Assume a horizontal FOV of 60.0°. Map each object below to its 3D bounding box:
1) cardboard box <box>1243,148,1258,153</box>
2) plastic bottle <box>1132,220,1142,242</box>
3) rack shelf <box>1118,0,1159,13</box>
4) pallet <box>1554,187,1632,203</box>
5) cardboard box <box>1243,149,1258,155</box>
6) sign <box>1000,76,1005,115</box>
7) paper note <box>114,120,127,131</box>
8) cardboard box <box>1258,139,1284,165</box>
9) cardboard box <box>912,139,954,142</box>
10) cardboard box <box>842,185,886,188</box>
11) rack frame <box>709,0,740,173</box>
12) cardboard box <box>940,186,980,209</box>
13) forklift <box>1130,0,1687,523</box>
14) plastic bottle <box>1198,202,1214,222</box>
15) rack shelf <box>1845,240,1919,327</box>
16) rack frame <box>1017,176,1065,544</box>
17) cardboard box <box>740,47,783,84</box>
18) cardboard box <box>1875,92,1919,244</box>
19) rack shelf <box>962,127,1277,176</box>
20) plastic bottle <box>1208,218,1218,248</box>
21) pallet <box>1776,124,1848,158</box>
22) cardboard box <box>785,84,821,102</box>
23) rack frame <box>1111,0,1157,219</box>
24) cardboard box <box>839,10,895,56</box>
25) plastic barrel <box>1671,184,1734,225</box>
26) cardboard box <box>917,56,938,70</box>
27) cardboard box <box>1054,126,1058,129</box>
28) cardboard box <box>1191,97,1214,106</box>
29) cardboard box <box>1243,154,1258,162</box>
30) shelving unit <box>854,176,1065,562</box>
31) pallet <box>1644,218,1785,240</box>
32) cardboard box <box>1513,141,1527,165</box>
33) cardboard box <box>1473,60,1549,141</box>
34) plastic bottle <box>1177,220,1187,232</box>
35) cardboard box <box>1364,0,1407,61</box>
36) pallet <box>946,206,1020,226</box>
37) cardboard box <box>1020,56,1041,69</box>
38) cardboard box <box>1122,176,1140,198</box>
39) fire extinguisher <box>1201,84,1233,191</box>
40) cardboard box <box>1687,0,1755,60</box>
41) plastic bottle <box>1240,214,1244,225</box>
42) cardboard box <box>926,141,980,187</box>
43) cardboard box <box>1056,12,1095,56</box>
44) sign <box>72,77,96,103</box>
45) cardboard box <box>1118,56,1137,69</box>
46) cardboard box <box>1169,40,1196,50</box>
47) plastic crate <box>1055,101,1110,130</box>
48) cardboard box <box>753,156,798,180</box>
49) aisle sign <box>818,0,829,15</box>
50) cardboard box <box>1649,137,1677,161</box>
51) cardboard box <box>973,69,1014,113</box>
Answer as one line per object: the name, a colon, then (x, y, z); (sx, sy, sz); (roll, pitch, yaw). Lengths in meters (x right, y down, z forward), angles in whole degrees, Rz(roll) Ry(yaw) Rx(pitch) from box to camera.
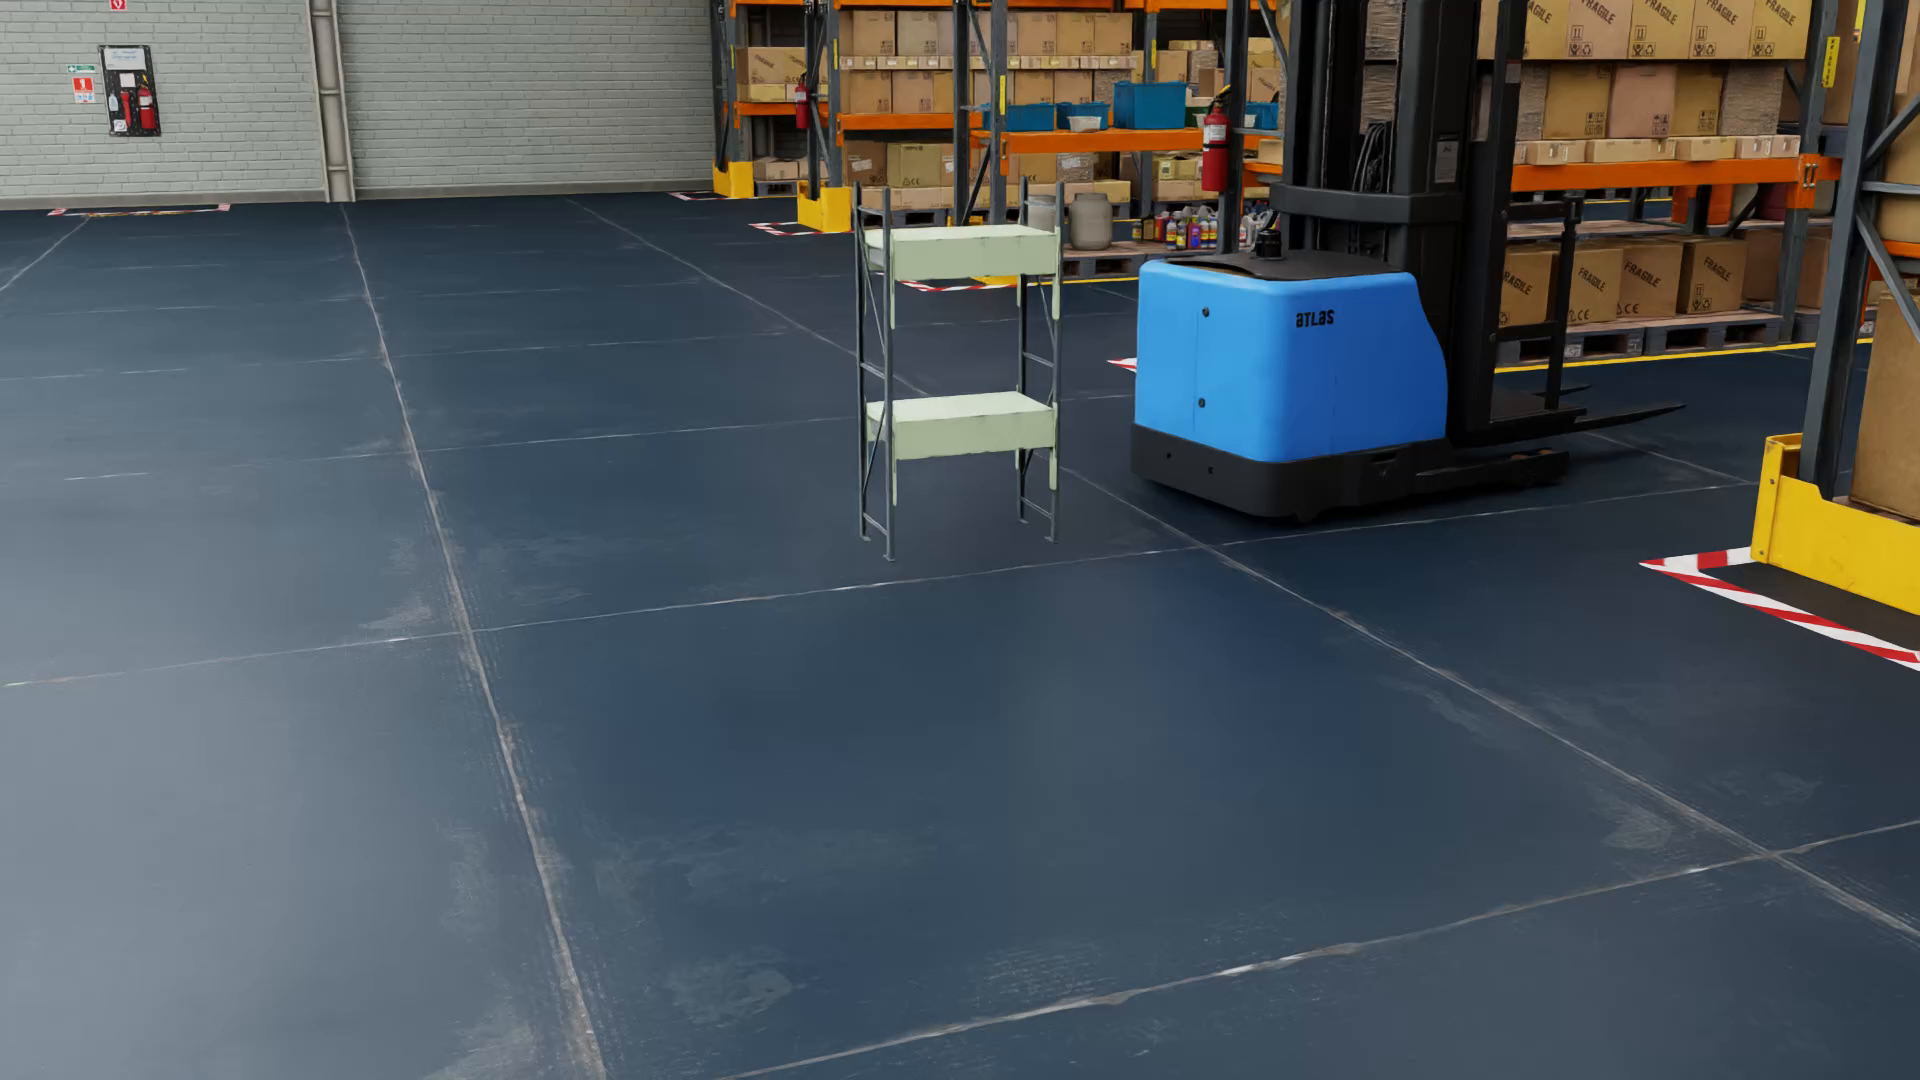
cardboard box: (4.835, -6.481, 26.916); (0.750, 0.750, 0.750); (-6, 18, -21)
plastic bottle: (1.734, -3.028, 16.270); (0.097, 0.201, 0.097); (0, 16, 0)
rack shelf: (4.009, -6.861, 21.092); (4.000, 0.370, 1.077); (-6, 17, -20)
pallet: (8.866, -4.942, 23.553); (1.213, 0.211, 1.003); (-6, 17, -20)
cardboard box: (3.838, -4.987, 21.895); (0.500, 0.311, 0.500); (-6, 18, -21)
sign: (0.368, -3.846, 14.381); (0.005, 0.325, 0.100); (-6, 17, -20)
paper note: (-11.139, -5.497, 22.057); (0.142, 0.148, 0.016); (-6, 17, -20)
cardboard box: (2.140, -2.518, 10.795); (0.250, 0.149, 0.380); (-6, 17, -20)
cardboard box: (-0.270, -4.641, 20.383); (0.500, 0.500, 0.500); (-6, 17, -20)
cardboard box: (-1.198, -4.176, 20.131); (0.500, 0.250, 0.500); (-6, 17, -20)
rack frame: (-3.369, -6.465, 23.791); (0.127, 3.000, 1.000); (-6, 17, -20)
cardboard box: (-0.080, -4.142, 20.013); (0.500, 0.250, 0.500); (-6, 17, -20)
forklift: (2.346, -1.767, 7.913); (3.031, 2.935, 1.130); (-9, 19, -29)
plastic bottle: (2.435, -3.168, 16.483); (0.185, 0.351, 0.144); (-6, 18, -21)
rack shelf: (5.496, -1.097, 6.786); (4.000, 0.370, 1.077); (-6, 17, -20)
rack frame: (0.336, -0.756, 7.010); (0.023, 1.500, 0.400); (-6, 17, -20)
cardboard box: (-2.816, -6.732, 23.598); (0.500, 0.500, 0.500); (-6, 17, -20)
cardboard box: (3.959, -1.362, 6.145); (0.550, 0.550, 0.875); (-6, 17, -20)
rack shelf: (2.043, -3.715, 15.702); (4.000, 0.370, 1.077); (-6, 17, -20)
plastic bottle: (2.394, -2.906, 15.732); (0.097, 0.271, 0.097); (0, 16, 0)
pallet: (6.449, -2.906, 12.009); (1.213, 0.211, 1.003); (-6, 17, -20)
cardboard box: (-2.320, -6.425, 23.883); (0.500, 0.250, 0.500); (-7, 18, -22)
rack frame: (2.142, -5.566, 20.727); (0.127, 3.000, 1.000); (-6, 17, -20)
cardboard box: (-1.103, -5.882, 19.324); (0.500, 0.500, 0.700); (-6, 17, -20)
plastic barrel: (8.097, -3.879, 18.091); (0.708, 0.830, 0.600); (-6, 17, -20)
cardboard box: (-0.434, -5.581, 19.452); (0.250, 0.149, 0.380); (-6, 18, -21)
cardboard box: (1.457, -6.364, 25.770); (0.500, 0.250, 0.500); (-7, 18, -21)
cardboard box: (3.042, -5.481, 20.883); (0.250, 0.149, 0.380); (-6, 17, -20)
cardboard box: (3.569, -4.795, 21.241); (0.500, 0.311, 0.500); (-7, 18, -22)
shelving unit: (-0.006, -0.719, 6.885); (0.755, 1.500, 0.431); (-6, 17, -20)
pallet: (8.367, -3.418, 18.362); (1.213, 0.211, 1.003); (-6, 17, -20)
cardboard box: (3.464, -2.529, 10.832); (0.250, 0.149, 0.380); (-6, 17, -20)
cardboard box: (3.378, -2.915, 10.997); (0.500, 0.500, 0.875); (-6, 17, -20)
plastic bottle: (2.170, -3.029, 16.274); (0.097, 0.201, 0.097); (0, 16, 0)
cardboard box: (2.559, -3.210, 10.225); (0.500, 0.500, 0.500); (-6, 17, -20)
pallet: (0.243, -4.034, 20.462); (1.213, 0.211, 1.003); (-6, 17, -20)
cardboard box: (0.778, -5.713, 19.902); (0.250, 0.149, 0.380); (-6, 17, -18)
cardboard box: (2.425, -4.566, 21.457); (0.500, 0.250, 0.500); (-6, 18, -21)
fire extinguisher: (1.676, -2.628, 10.861); (0.183, 0.674, 0.296); (-6, 17, -20)
cardboard box: (4.895, -3.461, 11.079); (0.500, 0.500, 0.500); (-6, 17, -20)
plastic bottle: (2.740, -2.990, 15.995); (0.133, 0.283, 0.061); (-6, 17, -20)
cardboard box: (-0.084, -4.505, 19.918); (0.500, 0.500, 0.500); (-6, 17, -20)
cardboard box: (1.258, -6.138, 20.197); (0.500, 0.500, 0.700); (-6, 17, -20)
sign: (-11.502, -5.908, 21.829); (0.234, 0.329, 0.001); (-6, 17, -20)
cardboard box: (1.965, -5.841, 20.336); (0.250, 0.149, 0.380); (-6, 17, -20)
cardboard box: (3.494, -7.763, 26.101); (0.250, 0.149, 0.380); (-9, 19, -29)
plastic crate: (1.144, -3.980, 15.593); (0.408, 0.251, 0.499); (-6, 17, -20)
cardboard box: (-2.691, -5.432, 24.264); (0.500, 0.311, 0.500); (-8, 18, -26)
aisle sign: (-1.545, -6.322, 18.690); (0.004, 0.787, 0.394); (-6, 17, -20)
cardboard box: (4.622, -2.662, 11.286); (0.250, 0.149, 0.380); (-6, 17, -20)
cardboard box: (0.292, -5.411, 20.022); (0.500, 0.500, 0.700); (-6, 17, -18)
